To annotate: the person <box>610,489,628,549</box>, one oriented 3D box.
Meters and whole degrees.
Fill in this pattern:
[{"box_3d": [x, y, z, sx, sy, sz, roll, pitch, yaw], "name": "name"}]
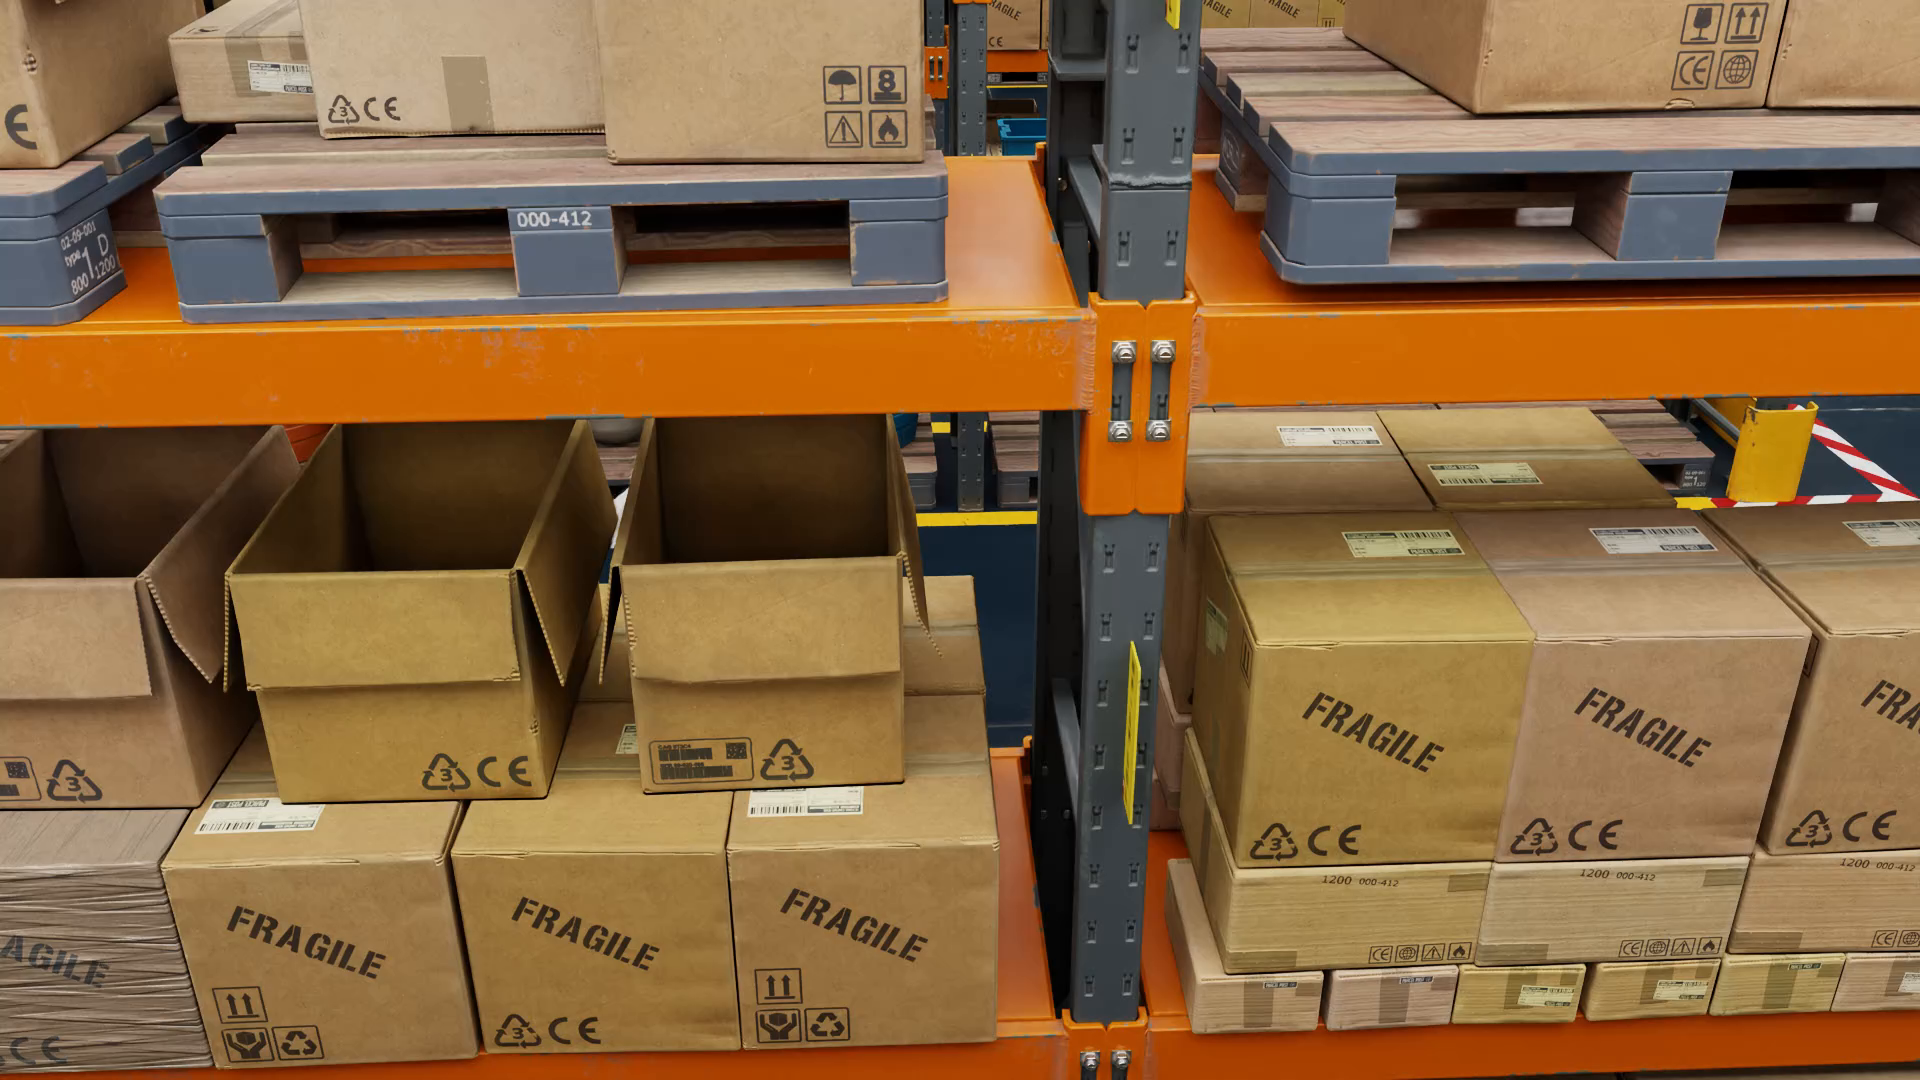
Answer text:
[{"box_3d": [-0.850, 0.288, 6.273, 0.856, 1.115, 0.581, -1, 27, -3], "name": "person"}]
